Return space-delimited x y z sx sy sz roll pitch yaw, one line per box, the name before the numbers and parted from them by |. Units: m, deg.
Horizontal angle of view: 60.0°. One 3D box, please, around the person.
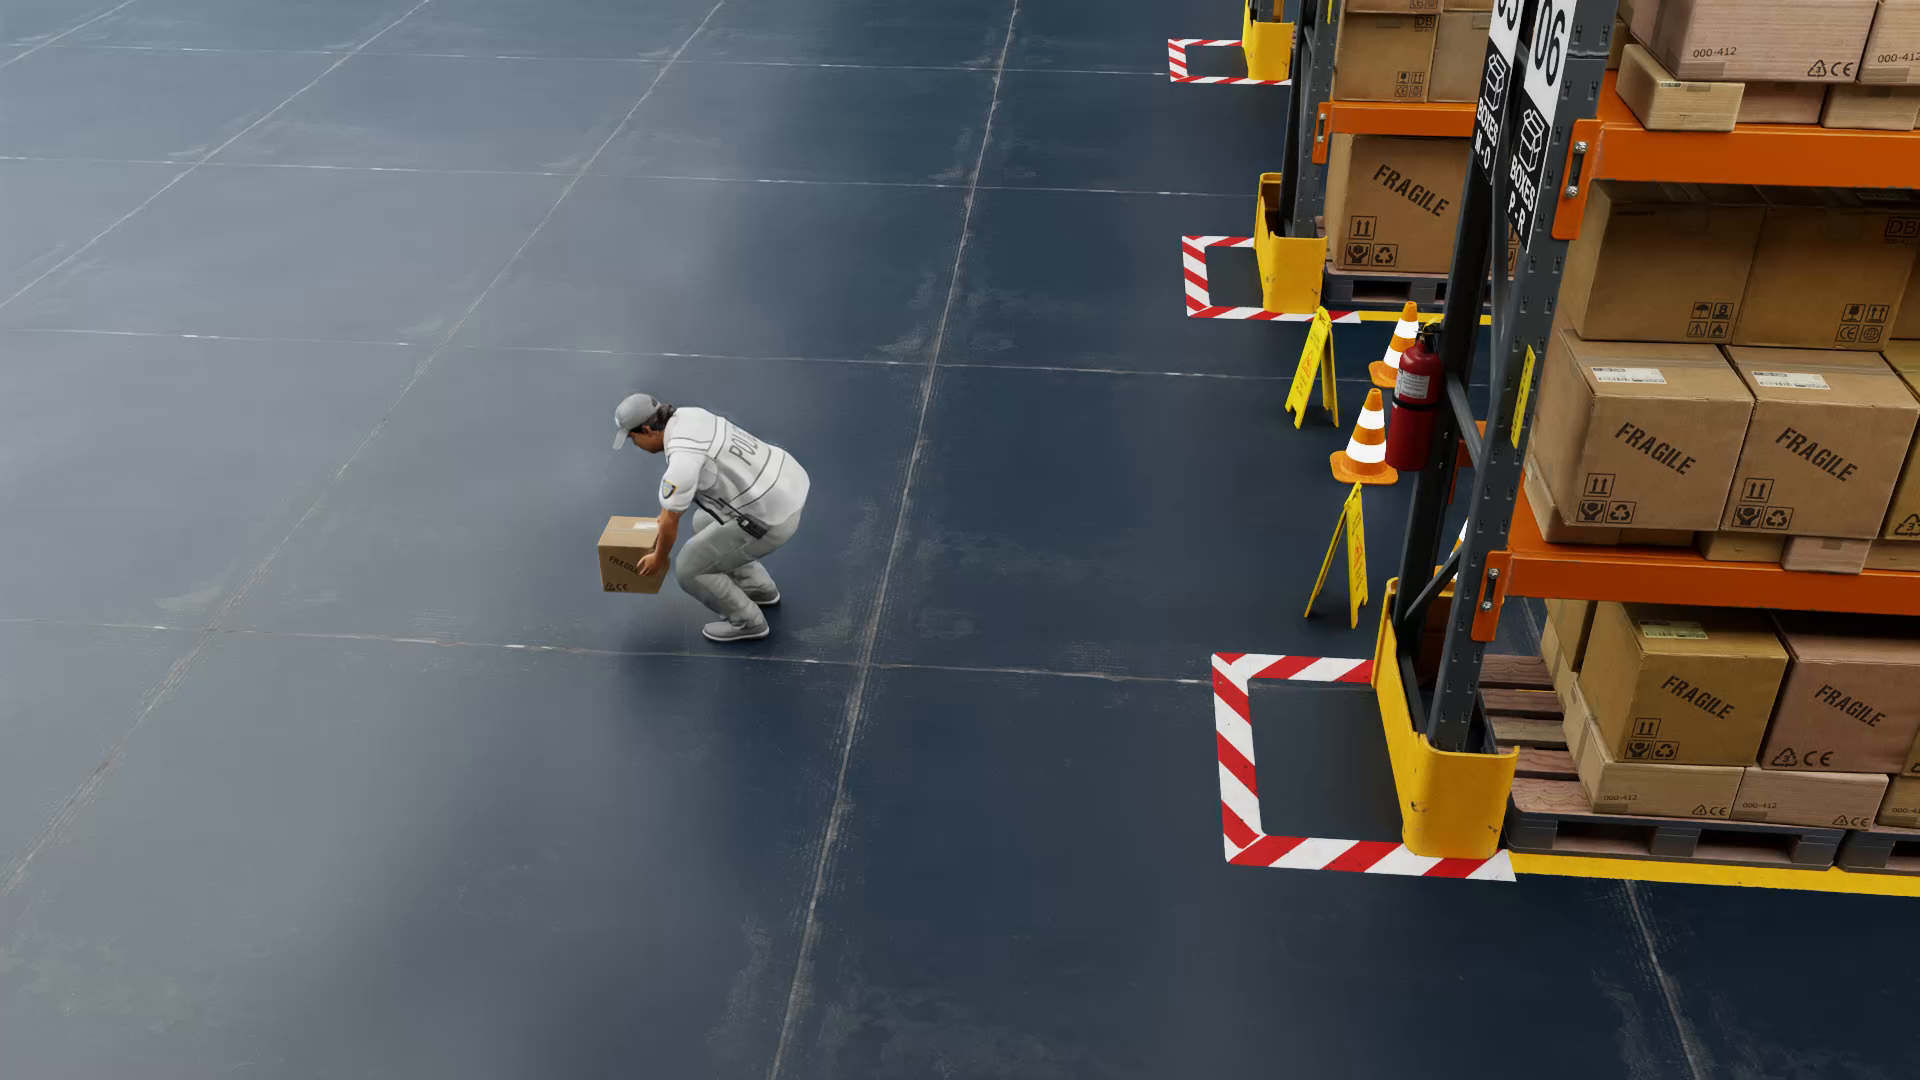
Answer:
person | -1.077 -0.115 7.324 0.817 1.158 0.541 3 32 4
